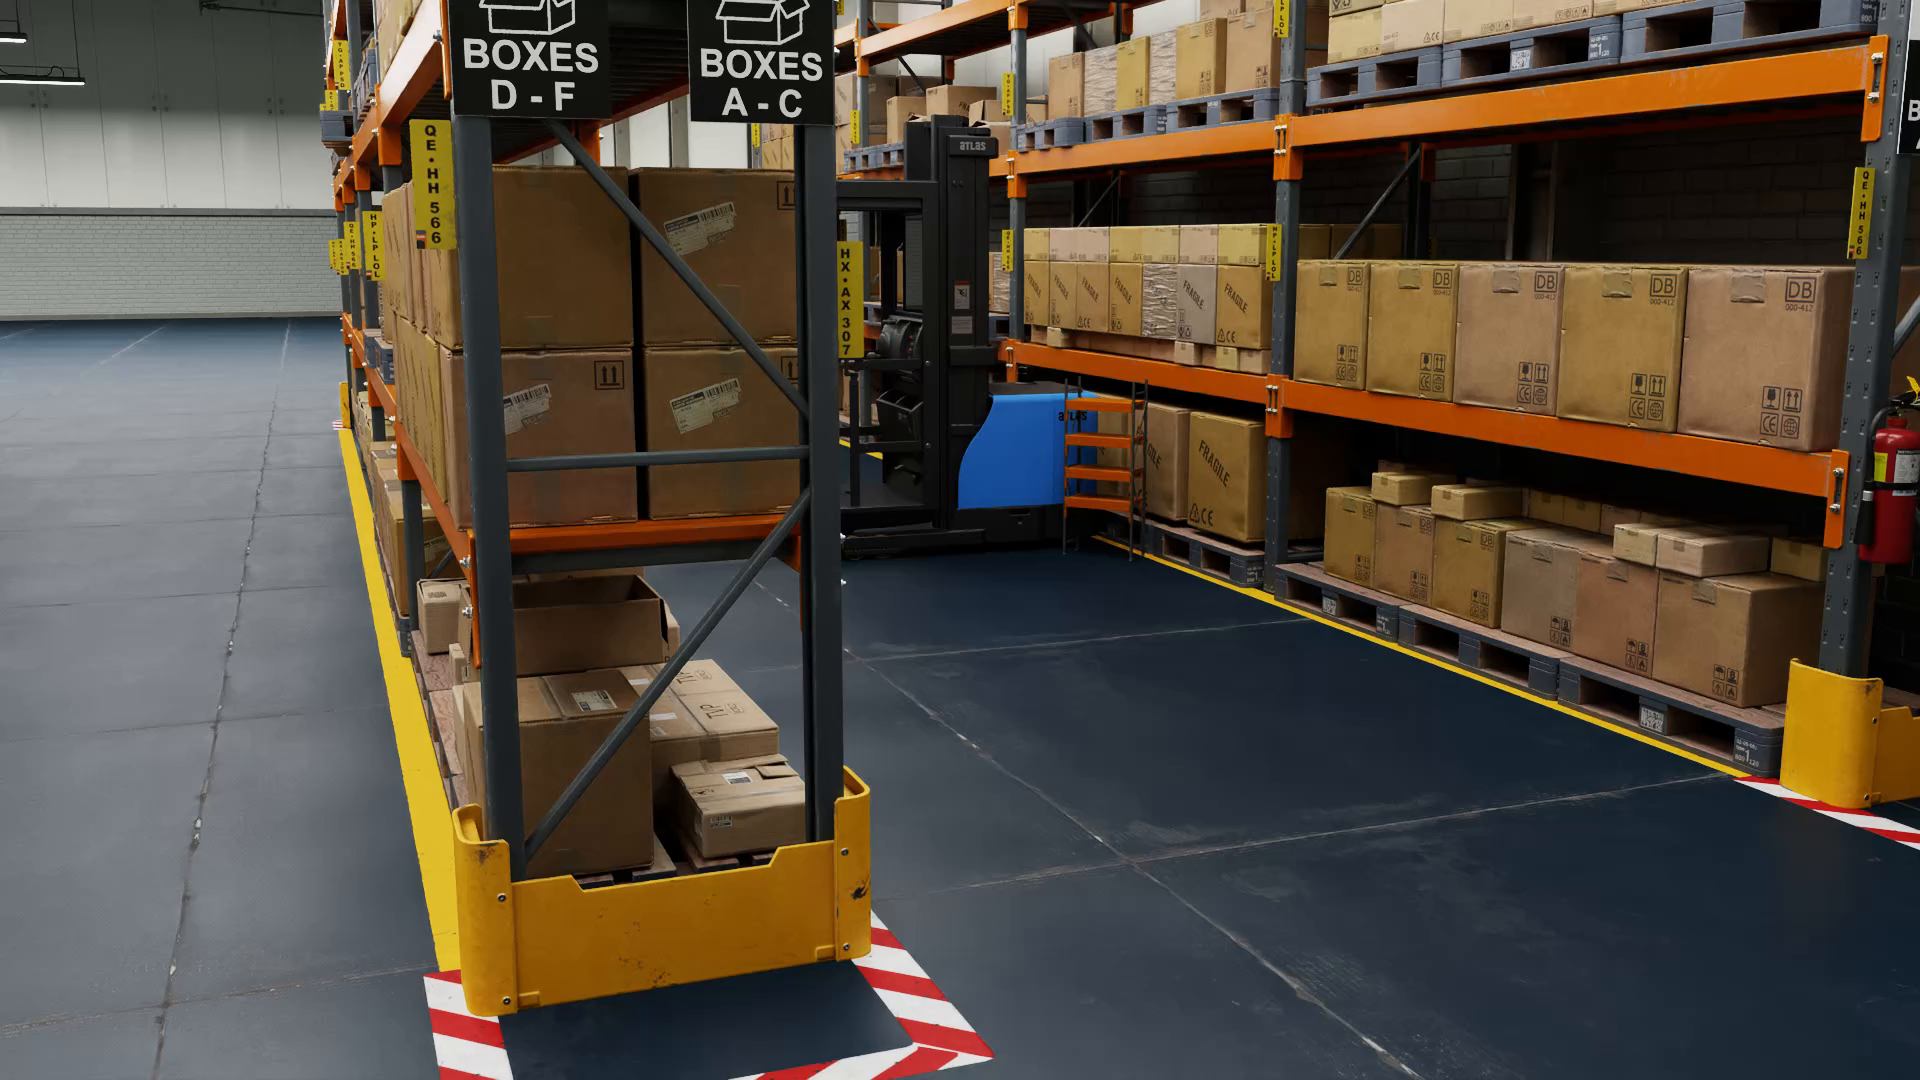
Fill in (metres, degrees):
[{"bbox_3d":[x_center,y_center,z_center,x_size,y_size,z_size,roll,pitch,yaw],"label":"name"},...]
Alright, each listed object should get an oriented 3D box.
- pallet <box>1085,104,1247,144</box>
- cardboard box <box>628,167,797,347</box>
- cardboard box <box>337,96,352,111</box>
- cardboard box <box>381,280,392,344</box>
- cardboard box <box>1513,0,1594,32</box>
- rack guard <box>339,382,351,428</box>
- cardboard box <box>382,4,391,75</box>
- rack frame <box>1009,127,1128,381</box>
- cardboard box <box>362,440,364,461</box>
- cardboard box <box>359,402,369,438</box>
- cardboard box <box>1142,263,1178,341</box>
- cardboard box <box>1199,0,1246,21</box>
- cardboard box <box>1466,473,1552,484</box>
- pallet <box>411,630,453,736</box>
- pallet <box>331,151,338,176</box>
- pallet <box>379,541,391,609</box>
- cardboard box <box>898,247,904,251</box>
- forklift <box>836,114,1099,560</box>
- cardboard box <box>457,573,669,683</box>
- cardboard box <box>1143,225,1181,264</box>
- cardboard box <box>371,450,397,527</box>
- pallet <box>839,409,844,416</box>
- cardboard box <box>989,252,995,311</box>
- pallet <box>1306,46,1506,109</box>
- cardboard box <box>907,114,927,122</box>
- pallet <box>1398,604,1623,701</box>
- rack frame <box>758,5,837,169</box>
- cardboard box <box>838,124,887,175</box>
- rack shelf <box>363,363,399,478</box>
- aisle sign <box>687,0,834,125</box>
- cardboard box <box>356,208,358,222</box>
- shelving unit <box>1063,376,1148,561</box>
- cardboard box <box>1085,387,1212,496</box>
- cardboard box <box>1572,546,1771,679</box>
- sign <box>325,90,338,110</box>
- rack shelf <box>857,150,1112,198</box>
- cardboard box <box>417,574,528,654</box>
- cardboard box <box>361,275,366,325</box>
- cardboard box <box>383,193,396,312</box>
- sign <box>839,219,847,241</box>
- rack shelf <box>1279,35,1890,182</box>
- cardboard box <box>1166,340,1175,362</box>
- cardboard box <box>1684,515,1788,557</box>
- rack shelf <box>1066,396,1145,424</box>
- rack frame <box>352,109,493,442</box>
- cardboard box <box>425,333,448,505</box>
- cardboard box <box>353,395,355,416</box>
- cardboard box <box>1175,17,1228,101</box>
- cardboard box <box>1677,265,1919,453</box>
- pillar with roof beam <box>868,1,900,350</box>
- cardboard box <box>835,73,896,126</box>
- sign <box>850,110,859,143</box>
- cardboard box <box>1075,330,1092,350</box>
[{"bbox_3d":[1.581,-2.938,11.845,1.003,0.211,1.213,-3,11,-18],"label":"pallet"},{"bbox_3d":[-0.742,-0.848,4.981,0.500,0.500,0.500,-4,11,-19],"label":"cardboard box"},{"bbox_3d":[-6.278,-4.342,17.316,0.500,0.500,0.500,-4,11,-21],"label":"cardboard box"},{"bbox_3d":[-2.974,-1.411,9.800,0.700,0.500,0.500,-7,12,-35],"label":"cardboard box"},{"bbox_3d":[2.893,-2.463,7.582,0.500,0.250,0.500,-4,11,-23],"label":"cardboard box"},{"bbox_3d":[-6.633,-1.602,19.499,1.175,0.500,0.348,-4,11,-21],"label":"rack guard"},{"bbox_3d":[-2.153,-2.096,7.002,0.500,0.250,0.500,-4,11,-21],"label":"cardboard box"},{"bbox_3d":[0.890,-1.838,13.688,1.000,3.000,0.127,-4,11,-21],"label":"rack frame"},{"bbox_3d":[-5.076,-0.864,14.863,0.500,0.250,0.500,-4,11,-19],"label":"cardboard box"},{"bbox_3d":[-4.892,-1.055,14.339,0.500,0.311,0.500,-4,11,-23],"label":"cardboard box"},{"bbox_3d":[1.569,-1.615,11.243,0.500,0.500,0.500,-4,11,-21],"label":"cardboard box"},{"bbox_3d":[1.929,-3.538,10.997,0.500,0.250,0.500,-4,11,-23],"label":"cardboard box"},{"bbox_3d":[2.936,-0.259,8.899,0.380,0.149,0.250,-4,11,-23],"label":"cardboard box"},{"bbox_3d":[-2.028,0.615,7.860,1.003,0.211,1.213,-4,11,-21],"label":"pallet"},{"bbox_3d":[-6.393,-4.145,18.345,1.003,0.211,1.213,-4,11,-21],"label":"pallet"},{"bbox_3d":[-3.052,0.173,10.345,1.003,0.211,1.213,-4,11,-21],"label":"pallet"},{"bbox_3d":[-0.535,-2.886,17.810,0.500,0.500,0.500,-4,11,-22],"label":"cardboard box"},{"bbox_3d":[-0.598,-1.410,11.476,3.031,2.935,1.130,-3,11,-17],"label":"forklift"},{"bbox_3d":[-1.591,0.449,6.704,0.797,0.503,0.637,-4,11,-21],"label":"cardboard box"},{"bbox_3d":[1.571,-1.987,11.193,0.500,0.250,0.500,-4,11,-20],"label":"cardboard box"},{"bbox_3d":[-3.632,-0.331,11.099,0.500,0.500,0.500,-4,11,-23],"label":"cardboard box"},{"bbox_3d":[-1.282,-1.425,19.327,1.003,0.211,1.213,-4,11,-21],"label":"pallet"},{"bbox_3d":[0.483,-2.269,14.571,0.700,0.500,0.500,-5,11,-26],"label":"cardboard box"},{"bbox_3d":[2.626,-2.484,9.008,1.003,0.211,1.213,-4,11,-21],"label":"pallet"},{"bbox_3d":[-0.213,-3.936,15.971,0.500,0.311,0.500,-4,11,-19],"label":"cardboard box"},{"bbox_3d":[2.988,0.516,8.414,1.003,0.211,1.213,-4,11,-21],"label":"pallet"},{"bbox_3d":[-2.009,-6.097,20.503,1.000,3.000,0.127,-4,11,-21],"label":"rack frame"},{"bbox_3d":[-0.974,-4.094,17.463,0.500,0.500,0.500,-4,11,-19],"label":"cardboard box"},{"bbox_3d":[-3.001,-0.842,10.145,1.077,0.370,4.000,-4,11,-21],"label":"rack shelf"},{"bbox_3d":[-0.528,-1.505,4.390,0.394,0.787,0.004,-4,11,-21],"label":"aisle sign"},{"bbox_3d":[-5.707,-3.100,16.793,0.700,0.500,0.500,-4,11,-21],"label":"cardboard box"},{"bbox_3d":[0.980,-0.487,11.234,0.503,1.200,0.258,5,11,28],"label":"shelving unit"},{"bbox_3d":[1.346,-0.715,12.312,0.750,0.750,0.750,-4,11,-21],"label":"cardboard box"},{"bbox_3d":[3.261,0.302,7.595,0.700,0.500,0.500,-4,11,-21],"label":"cardboard box"},{"bbox_3d":[-5.692,-3.911,15.073,0.100,0.325,0.005,-4,11,-21],"label":"sign"},{"bbox_3d":[0.165,-3.287,15.323,1.077,0.370,4.000,-4,11,-21],"label":"rack shelf"},{"bbox_3d":[-2.326,0.319,7.981,0.500,0.311,0.500,-4,11,-21],"label":"cardboard box"},{"bbox_3d":[-5.539,-2.383,16.465,0.700,0.500,0.500,-4,11,-21],"label":"cardboard box"},{"bbox_3d":[-2.180,-1.233,7.144,0.500,0.500,0.500,-4,11,-23],"label":"cardboard box"},{"bbox_3d":[-1.484,-3.901,21.079,0.100,0.325,0.005,-4,11,-21],"label":"sign"},{"bbox_3d":[3.064,-1.981,7.982,1.077,0.370,4.000,-4,11,-21],"label":"rack shelf"},{"bbox_3d":[1.611,-1.277,11.193,0.380,0.149,0.250,-4,11,-21],"label":"cardboard box"},{"bbox_3d":[3.489,-0.010,7.500,0.380,0.149,0.250,-4,11,-21],"label":"cardboard box"},{"bbox_3d":[0.980,-0.874,11.165,0.480,0.148,0.258,5,11,28],"label":"rack shelf"},{"bbox_3d":[-3.726,-1.523,11.917,1.000,3.000,0.127,-4,11,-21],"label":"rack frame"},{"bbox_3d":[-1.434,-0.407,5.356,0.500,0.500,0.500,-4,11,-20],"label":"cardboard box"},{"bbox_3d":[-6.453,-1.499,18.433,0.500,0.250,0.500,-4,11,-21],"label":"cardboard box"},{"bbox_3d":[1.861,-3.165,11.042,0.700,0.500,0.500,-4,11,-22],"label":"cardboard box"},{"bbox_3d":[3.595,-0.762,6.785,0.980,0.700,0.700,-3,11,-18],"label":"cardboard box"},{"bbox_3d":[-4.962,-5.765,18.634,9.100,9.000,0.400,-4,11,-21],"label":"pillar with roof beam"},{"bbox_3d":[-0.994,-4.584,17.361,0.500,0.500,0.500,-5,11,-26],"label":"cardboard box"},{"bbox_3d":[-1.062,-4.187,16.850,0.100,0.325,0.005,-4,11,-21],"label":"sign"},{"bbox_3d":[1.100,-1.532,12.628,0.380,0.149,0.250,-4,11,-21],"label":"cardboard box"}]
